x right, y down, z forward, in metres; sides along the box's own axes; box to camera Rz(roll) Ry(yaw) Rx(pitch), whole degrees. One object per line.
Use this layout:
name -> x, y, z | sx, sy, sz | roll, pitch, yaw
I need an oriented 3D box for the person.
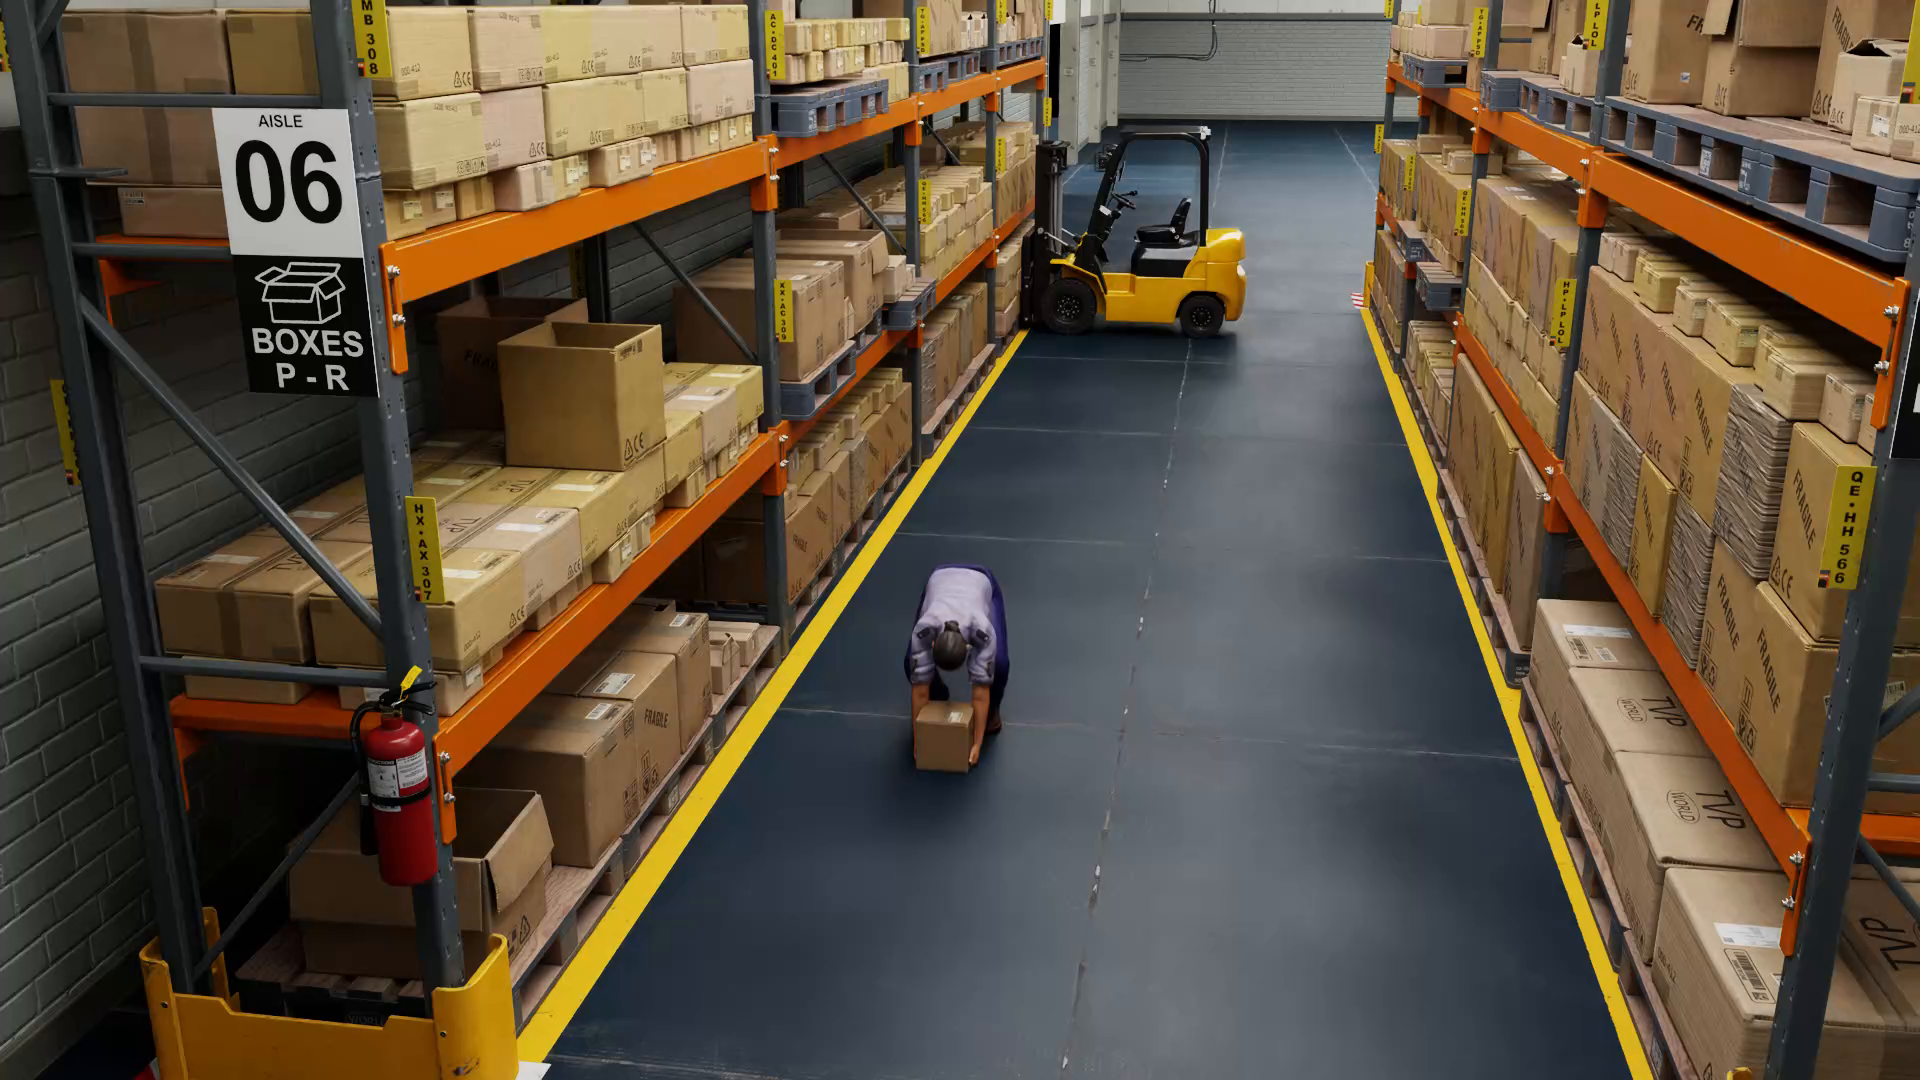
person -> -0.014, 0.591, 8.150 | 0.522, 0.807, 0.903 | 2, 18, 6
